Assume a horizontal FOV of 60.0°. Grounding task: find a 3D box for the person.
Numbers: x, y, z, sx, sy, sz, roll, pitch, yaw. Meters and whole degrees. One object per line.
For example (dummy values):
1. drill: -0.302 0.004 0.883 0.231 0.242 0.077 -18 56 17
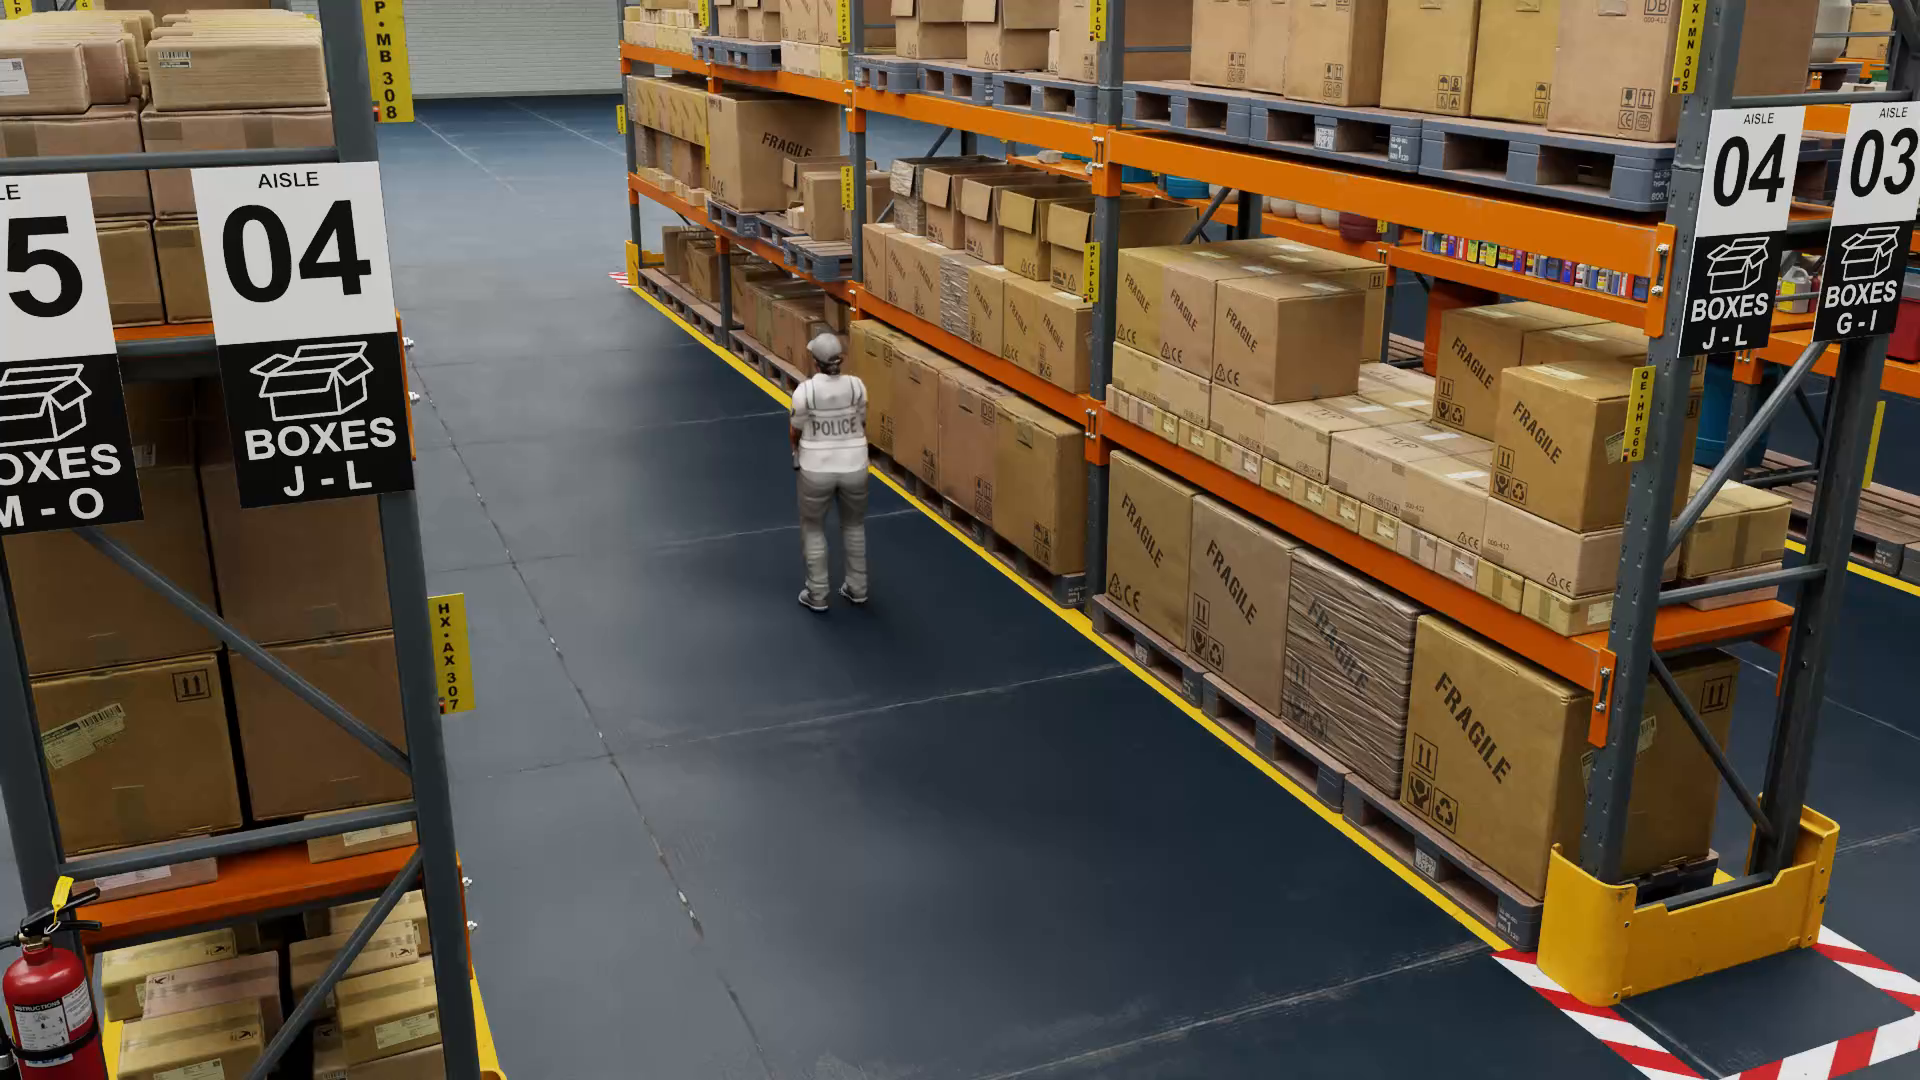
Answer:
1. person: -0.775 -0.420 9.779 0.457 1.660 0.532 -6 20 -17
